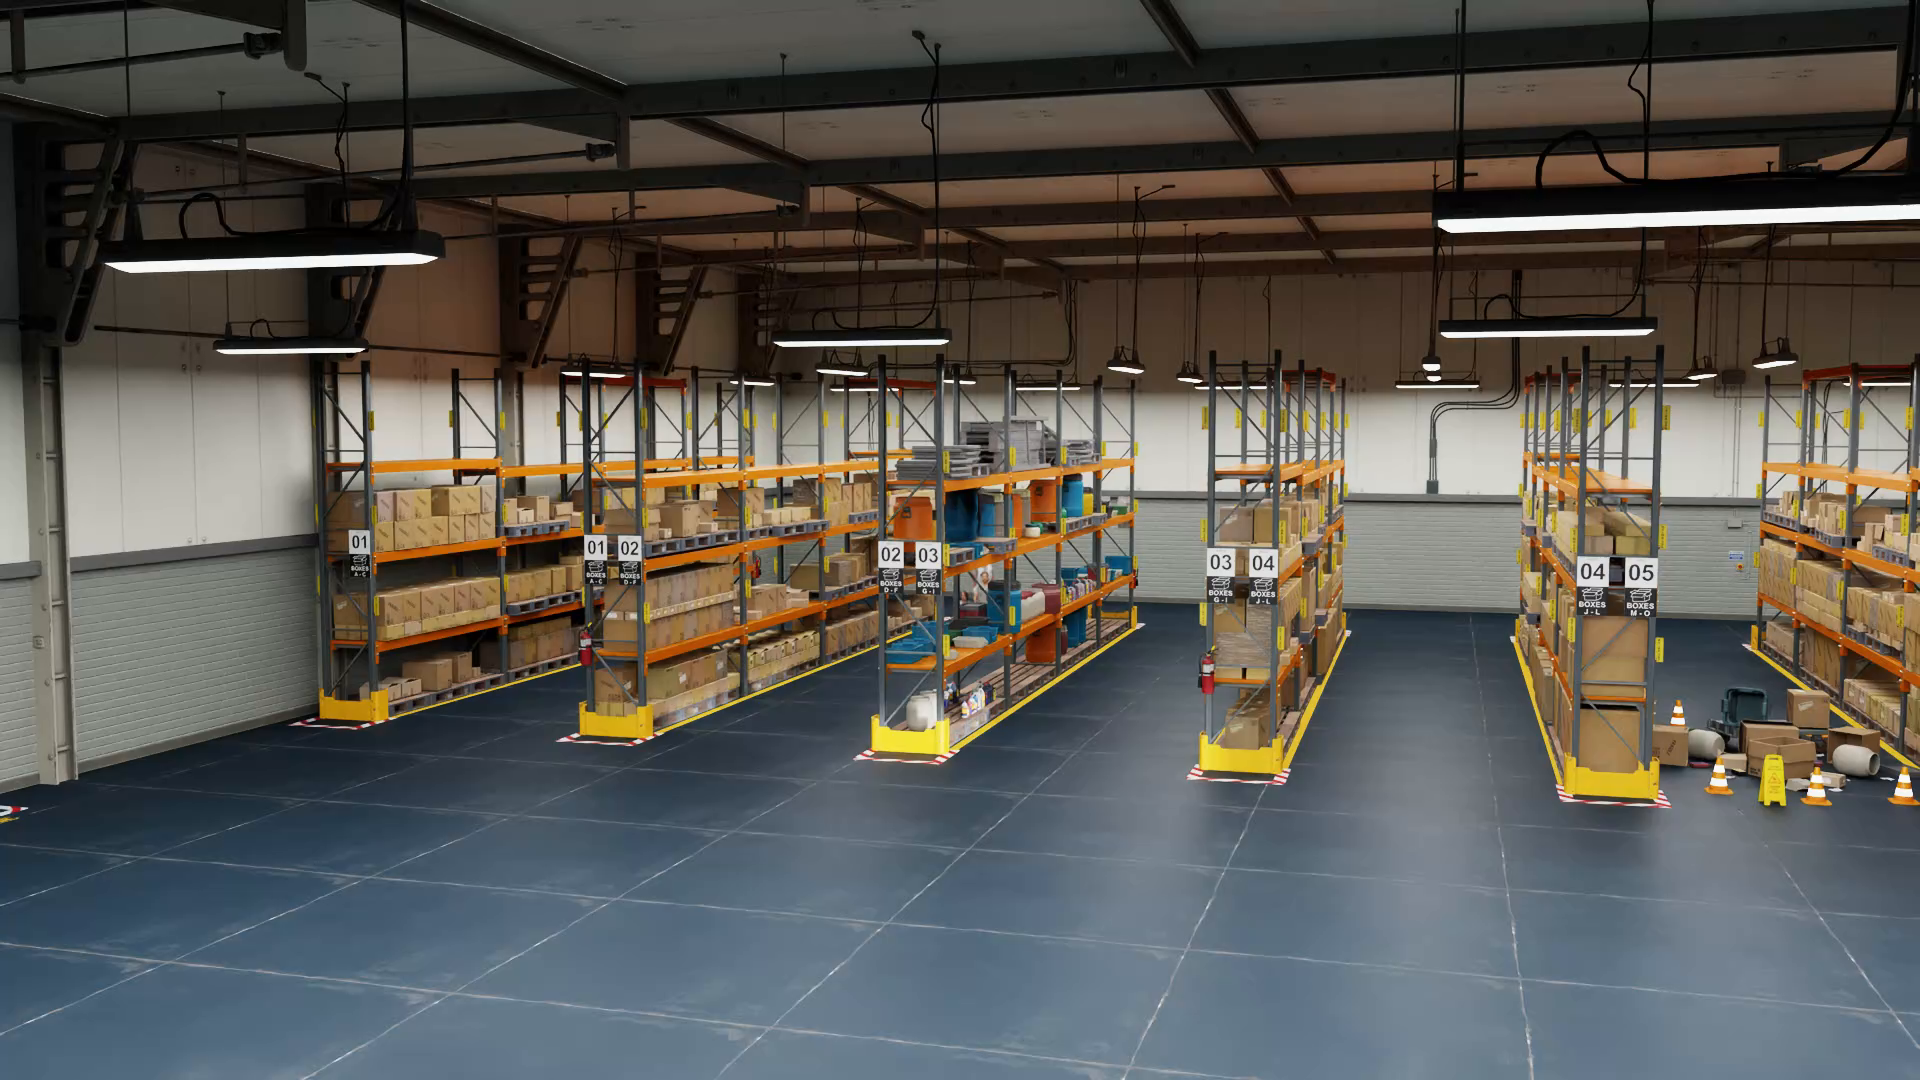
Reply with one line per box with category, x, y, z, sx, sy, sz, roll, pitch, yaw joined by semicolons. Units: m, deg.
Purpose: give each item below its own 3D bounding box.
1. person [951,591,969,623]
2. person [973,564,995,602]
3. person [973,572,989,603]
person;0.058;1.802;33.954;0.431;1.544;0.902;2;5;28
person;0.646;1.193;41.262;0.668;1.745;1.063;-1;4;-16
person;0.546;1.518;37.362;0.465;1.621;1.030;1;4;16
